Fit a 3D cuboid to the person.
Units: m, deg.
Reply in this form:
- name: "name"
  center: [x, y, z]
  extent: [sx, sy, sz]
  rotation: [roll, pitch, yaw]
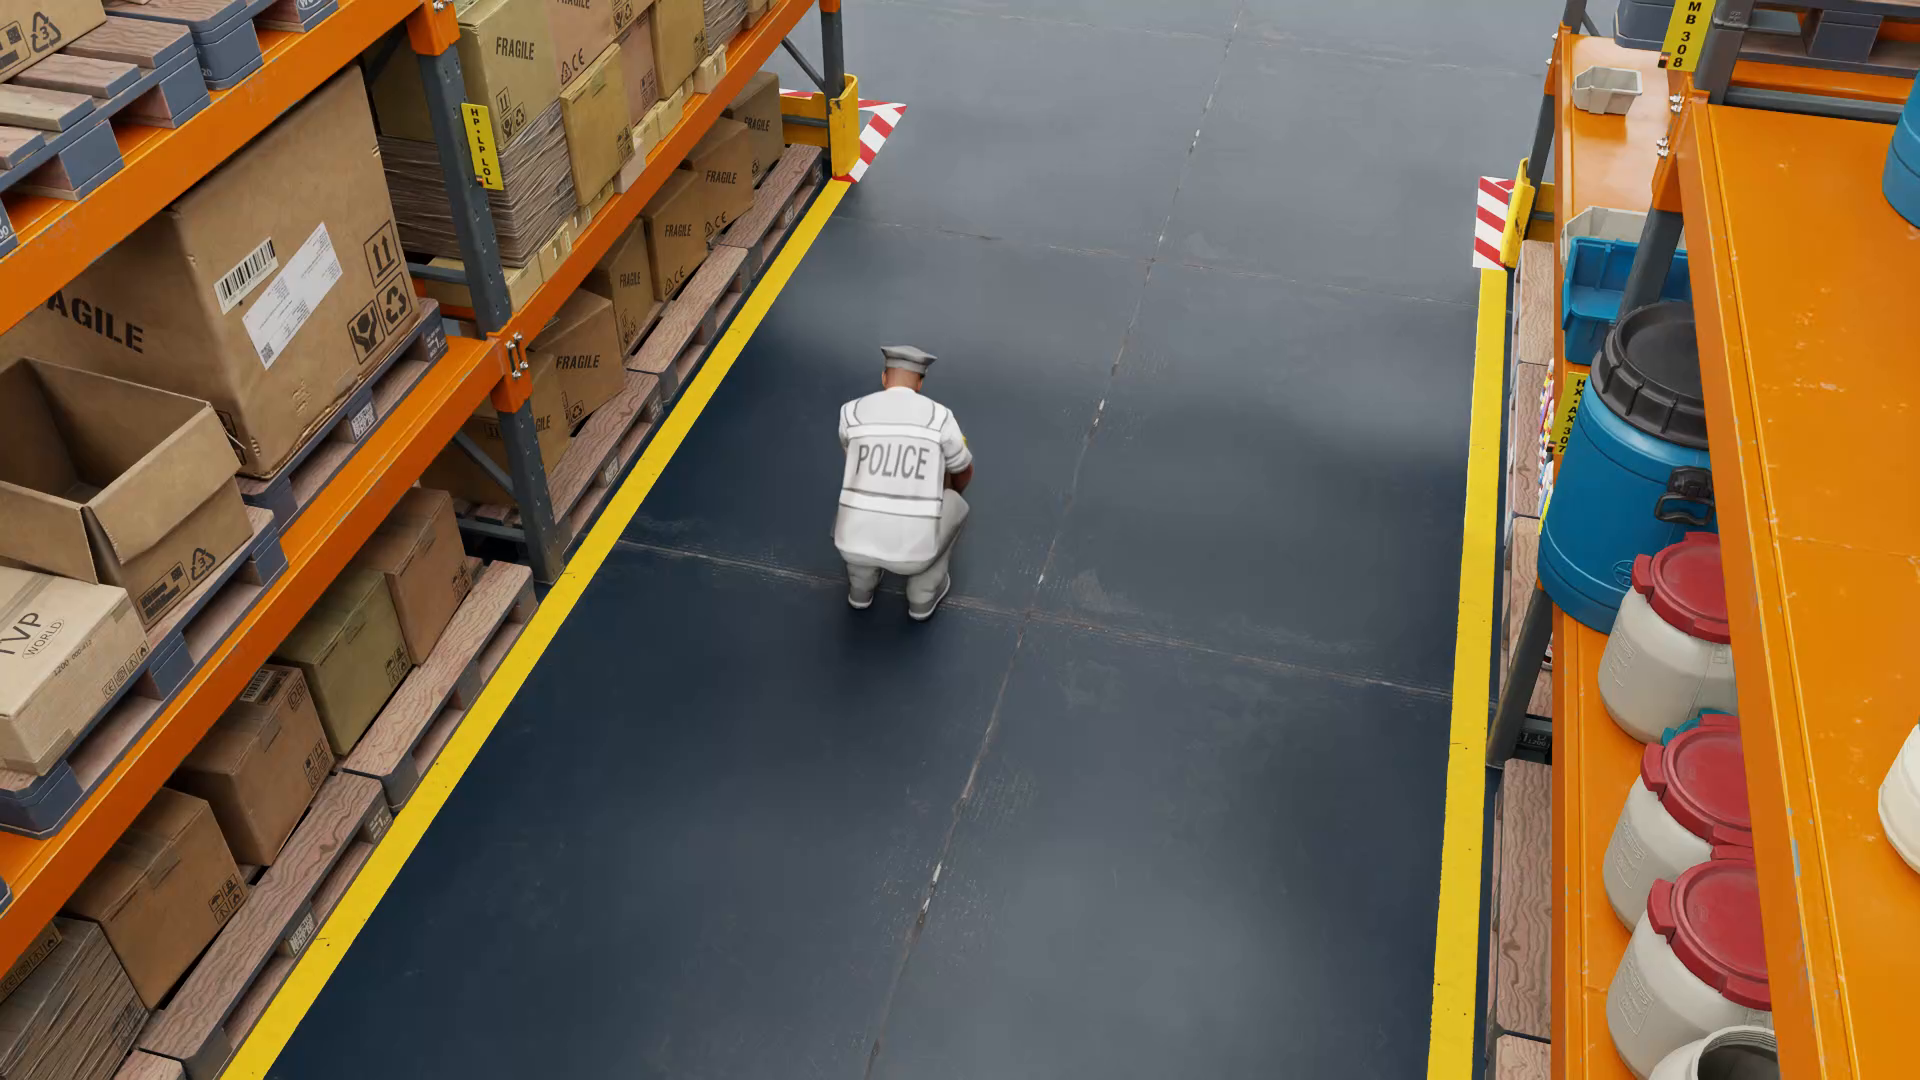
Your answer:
- name: "person"
  center: [-0.252, -0.245, 7.016]
  extent: [0.564, 1.007, 0.882]
  rotation: [10, 42, 11]
